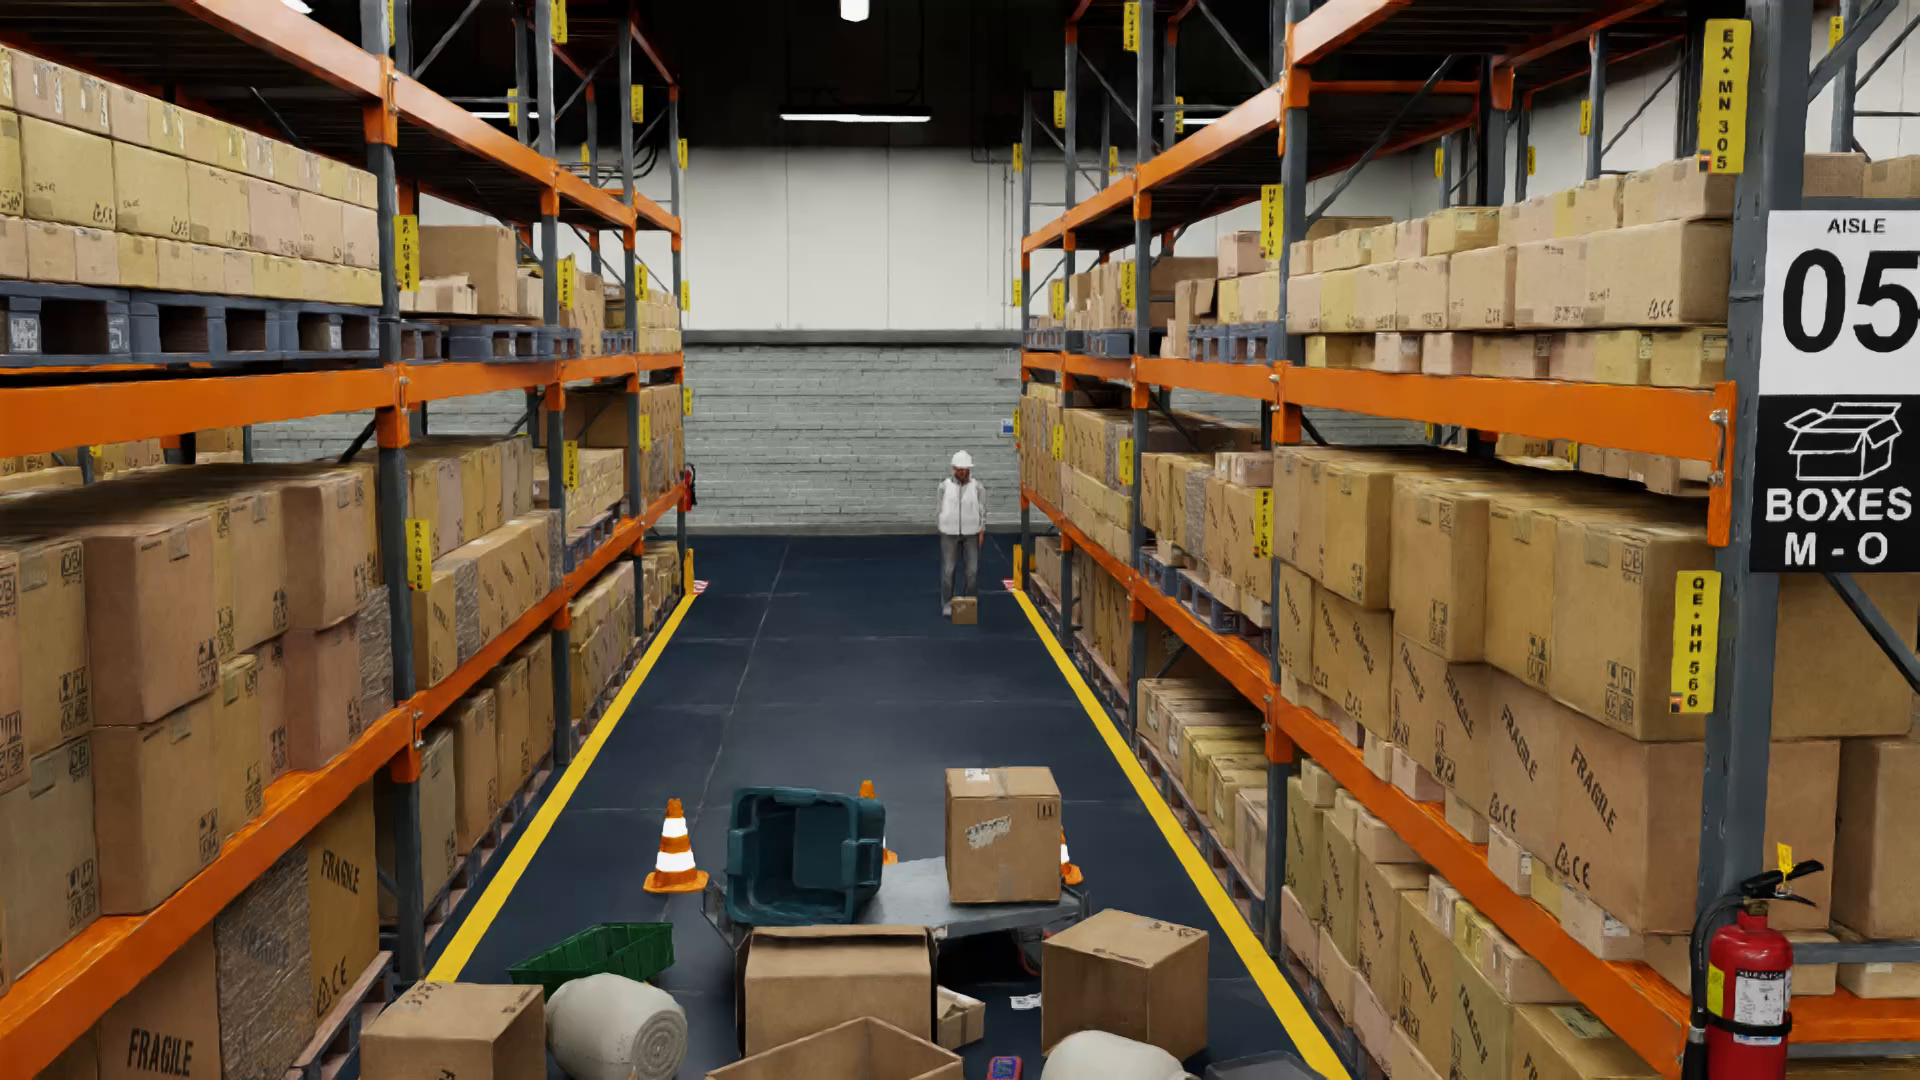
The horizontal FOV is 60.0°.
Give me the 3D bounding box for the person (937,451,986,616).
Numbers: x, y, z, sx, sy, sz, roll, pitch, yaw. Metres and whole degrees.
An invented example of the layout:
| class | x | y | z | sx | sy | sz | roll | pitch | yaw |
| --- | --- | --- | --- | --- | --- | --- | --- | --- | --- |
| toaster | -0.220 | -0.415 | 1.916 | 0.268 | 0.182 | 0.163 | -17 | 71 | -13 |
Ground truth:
| class | x | y | z | sx | sy | sz | roll | pitch | yaw |
| --- | --- | --- | --- | --- | --- | --- | --- | --- | --- |
| person | 0.020 | -0.071 | 17.769 | 0.533 | 1.765 | 0.358 | 0 | 7 | -3 |
